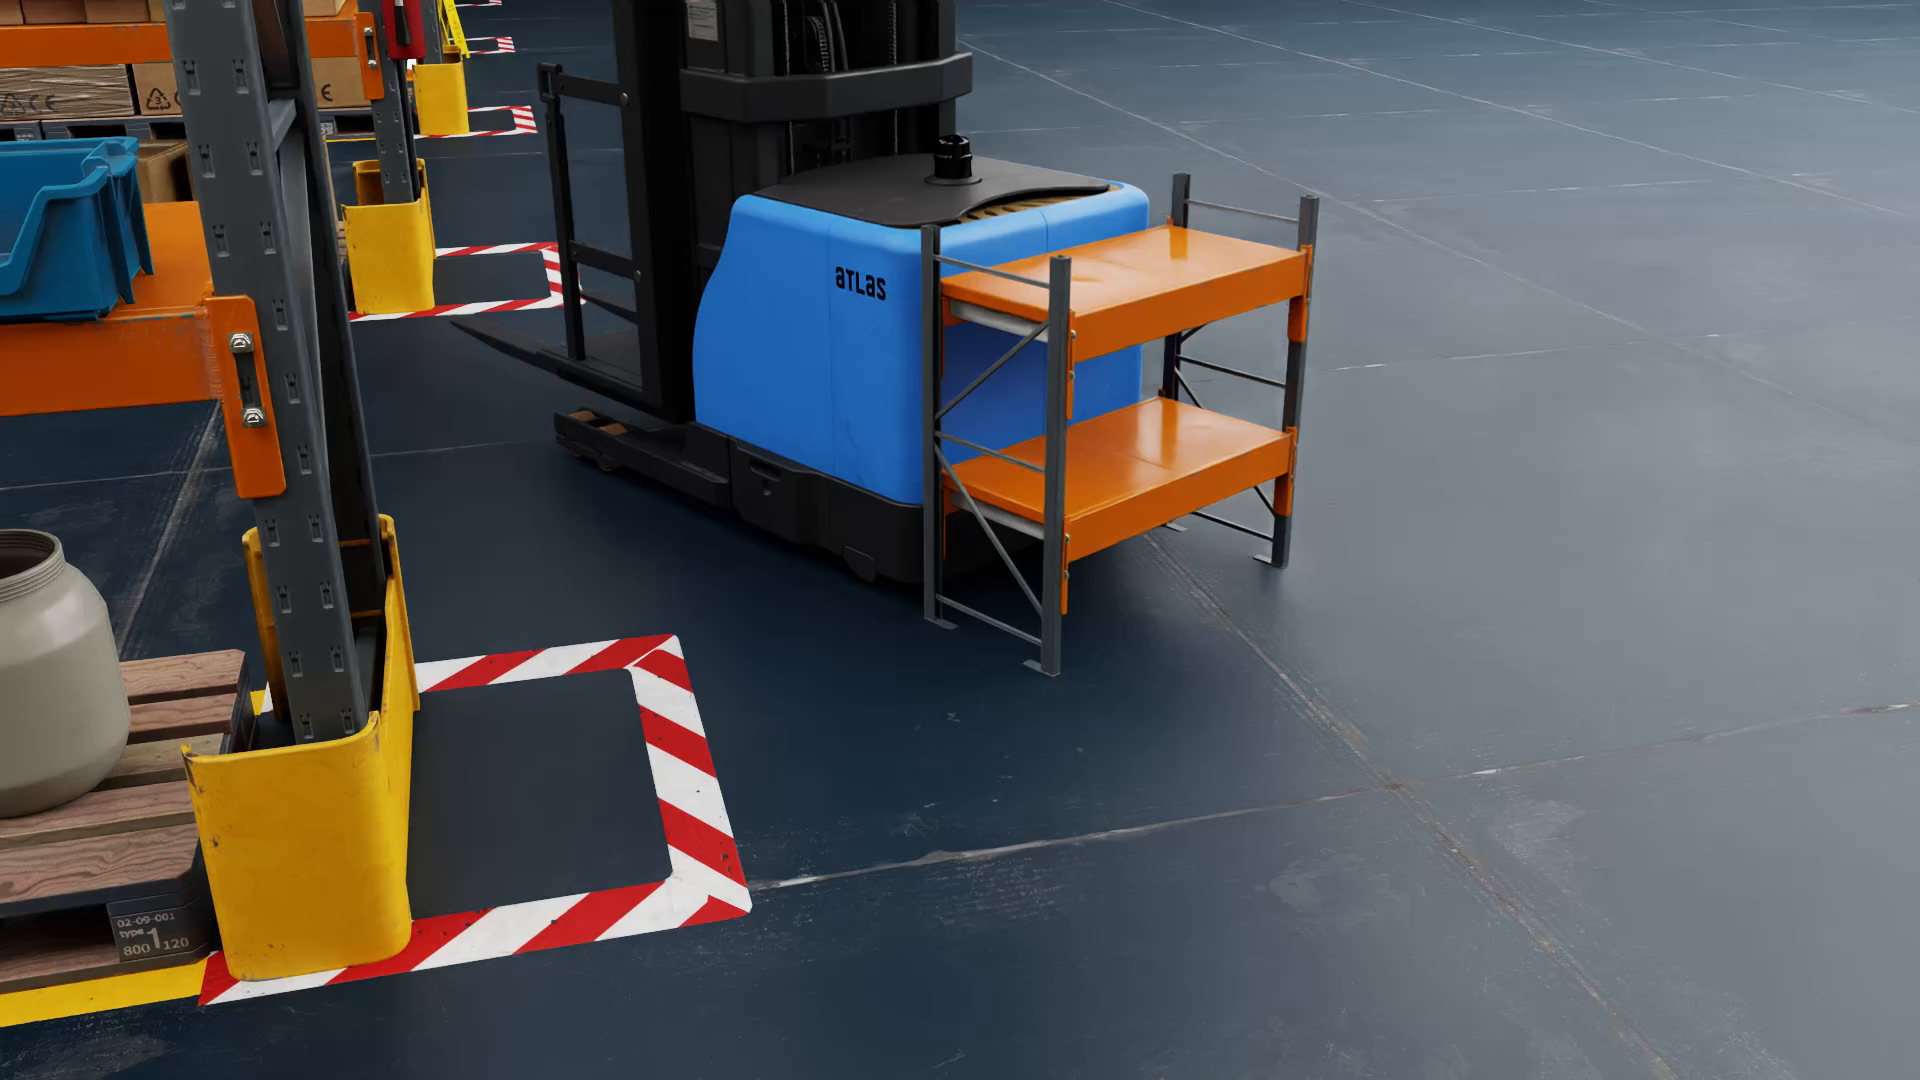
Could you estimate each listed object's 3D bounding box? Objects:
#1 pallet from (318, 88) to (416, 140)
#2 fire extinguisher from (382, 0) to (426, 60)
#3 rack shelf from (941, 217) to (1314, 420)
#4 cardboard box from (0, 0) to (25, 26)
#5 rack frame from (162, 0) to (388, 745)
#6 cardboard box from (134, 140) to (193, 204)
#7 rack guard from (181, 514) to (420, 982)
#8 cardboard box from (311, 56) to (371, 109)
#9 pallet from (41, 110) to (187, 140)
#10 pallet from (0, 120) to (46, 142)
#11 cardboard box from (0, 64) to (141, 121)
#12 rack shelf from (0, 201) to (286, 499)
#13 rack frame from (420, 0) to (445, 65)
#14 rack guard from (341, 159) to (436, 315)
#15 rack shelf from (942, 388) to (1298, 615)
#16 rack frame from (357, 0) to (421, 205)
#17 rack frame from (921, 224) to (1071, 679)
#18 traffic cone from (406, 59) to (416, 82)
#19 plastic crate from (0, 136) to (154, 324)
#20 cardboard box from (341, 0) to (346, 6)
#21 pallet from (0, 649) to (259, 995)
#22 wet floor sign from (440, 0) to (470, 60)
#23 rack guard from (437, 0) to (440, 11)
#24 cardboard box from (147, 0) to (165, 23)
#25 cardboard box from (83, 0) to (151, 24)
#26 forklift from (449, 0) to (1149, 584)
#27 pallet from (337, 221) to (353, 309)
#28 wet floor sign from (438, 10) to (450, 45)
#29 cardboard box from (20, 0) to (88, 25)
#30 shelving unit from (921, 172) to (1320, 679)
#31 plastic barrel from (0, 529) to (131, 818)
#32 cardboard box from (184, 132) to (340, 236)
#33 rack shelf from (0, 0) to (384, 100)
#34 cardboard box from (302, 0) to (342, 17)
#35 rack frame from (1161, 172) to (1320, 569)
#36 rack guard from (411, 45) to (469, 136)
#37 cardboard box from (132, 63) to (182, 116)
[{"bbox_3d":[-4.689,-3.155,12.335,1.213,0.211,1.003,-6,24,-14],"label":"pallet"},{"bbox_3d":[-2.464,-2.459,7.275,0.183,0.674,0.296,-6,24,-14],"label":"fire extinguisher"},{"bbox_3d":[0.449,-0.633,4.557,1.000,0.278,0.538,-21,31,-40],"label":"rack shelf"},{"bbox_3d":[-4.116,-2.294,7.110,0.250,0.149,0.380,-6,24,-14],"label":"cardboard box"},{"bbox_3d":[-1.360,-0.777,3.256,0.127,3.000,1.000,-6,24,-14],"label":"rack frame"},{"bbox_3d":[-3.870,-1.565,7.730,0.500,0.500,0.500,0,23,0],"label":"cardboard box"},{"bbox_3d":[-1.421,0.398,3.689,0.348,0.500,1.175,-6,24,-14],"label":"rack guard"},{"bbox_3d":[-4.576,-3.670,12.162,0.875,0.875,0.875,-6,24,-14],"label":"cardboard box"},{"bbox_3d":[-5.862,-3.026,12.035,1.213,0.211,1.003,-6,24,-14],"label":"pallet"},{"bbox_3d":[-7.039,-2.895,11.729,1.213,0.211,1.003,-6,24,-14],"label":"pallet"},{"bbox_3d":[-6.301,-3.479,11.717,0.875,0.875,0.875,-6,24,-14],"label":"cardboard box"},{"bbox_3d":[-3.286,-0.233,2.902,4.000,0.370,1.077,-6,24,-14],"label":"rack shelf"},{"bbox_3d":[-3.941,-4.551,12.052,0.127,3.000,1.000,-6,24,-14],"label":"rack frame"},{"bbox_3d":[-2.771,-1.500,8.113,0.348,0.500,1.175,-6,24,-14],"label":"rack guard"},{"bbox_3d":[0.449,-0.140,4.768,1.000,0.278,0.538,-21,31,-40],"label":"rack shelf"},{"bbox_3d":[-2.698,-2.657,7.639,0.127,3.000,1.000,-6,24,-14],"label":"rack frame"},{"bbox_3d":[0.082,-0.225,4.348,0.032,1.125,0.500,-21,31,-40],"label":"rack frame"},{"bbox_3d":[-4.813,-4.333,14.762,0.334,0.463,0.336,-6,24,-14],"label":"traffic cone"},{"bbox_3d":[-1.761,-0.542,2.897,0.616,0.251,0.499,-6,24,-14],"label":"plastic crate"},{"bbox_3d":[-3.037,-2.602,7.828,0.250,0.149,0.380,-6,24,-14],"label":"cardboard box"},{"bbox_3d":[-2.204,0.615,3.549,1.213,0.211,1.003,-6,24,-14],"label":"pallet"},{"bbox_3d":[-4.903,-4.952,15.972,0.232,0.644,0.267,2,23,4],"label":"wet floor sign"},{"bbox_3d":[-5.448,-5.263,16.881,0.348,0.500,1.175,-6,24,-14],"label":"rack guard"},{"bbox_3d":[-3.385,-2.360,7.266,0.250,0.149,0.380,-6,24,-14],"label":"cardboard box"},{"bbox_3d":[-3.629,-2.340,7.217,0.250,0.149,0.380,-6,24,-14],"label":"cardboard box"},{"bbox_3d":[-0.798,-1.710,5.518,1.130,2.935,3.031,-21,31,-40],"label":"forklift"},{"bbox_3d":[-3.563,-1.295,7.999,1.213,0.211,1.003,-6,24,-14],"label":"pallet"},{"bbox_3d":[-4.448,-4.224,14.276,0.232,0.644,0.267,-11,25,-23],"label":"wet floor sign"},{"bbox_3d":[-3.881,-2.329,7.192,0.250,0.149,0.380,-6,24,-14],"label":"cardboard box"},{"bbox_3d":[0.449,-0.364,4.672,1.048,1.125,0.538,-21,31,-40],"label":"shelving unit"},{"bbox_3d":[-1.973,0.273,3.433,0.421,0.512,0.421,0,23,0],"label":"plastic barrel"},{"bbox_3d":[-3.304,-1.641,7.909,0.500,0.500,0.500,-2,23,-5],"label":"cardboard box"},{"bbox_3d":[-4.624,-2.114,7.284,4.000,0.370,1.077,-6,24,-14],"label":"rack shelf"},{"bbox_3d":[-2.917,-2.433,7.435,0.250,0.149,0.380,-6,24,-14],"label":"cardboard box"},{"bbox_3d":[0.816,-0.503,4.996,0.032,1.125,0.500,-21,31,-40],"label":"rack frame"},{"bbox_3d":[-3.918,-3.405,12.551,0.348,0.500,1.175,-6,24,-14],"label":"rack guard"},{"bbox_3d":[-5.422,-3.576,11.942,0.875,0.875,0.875,-7,24,-15],"label":"cardboard box"}]
